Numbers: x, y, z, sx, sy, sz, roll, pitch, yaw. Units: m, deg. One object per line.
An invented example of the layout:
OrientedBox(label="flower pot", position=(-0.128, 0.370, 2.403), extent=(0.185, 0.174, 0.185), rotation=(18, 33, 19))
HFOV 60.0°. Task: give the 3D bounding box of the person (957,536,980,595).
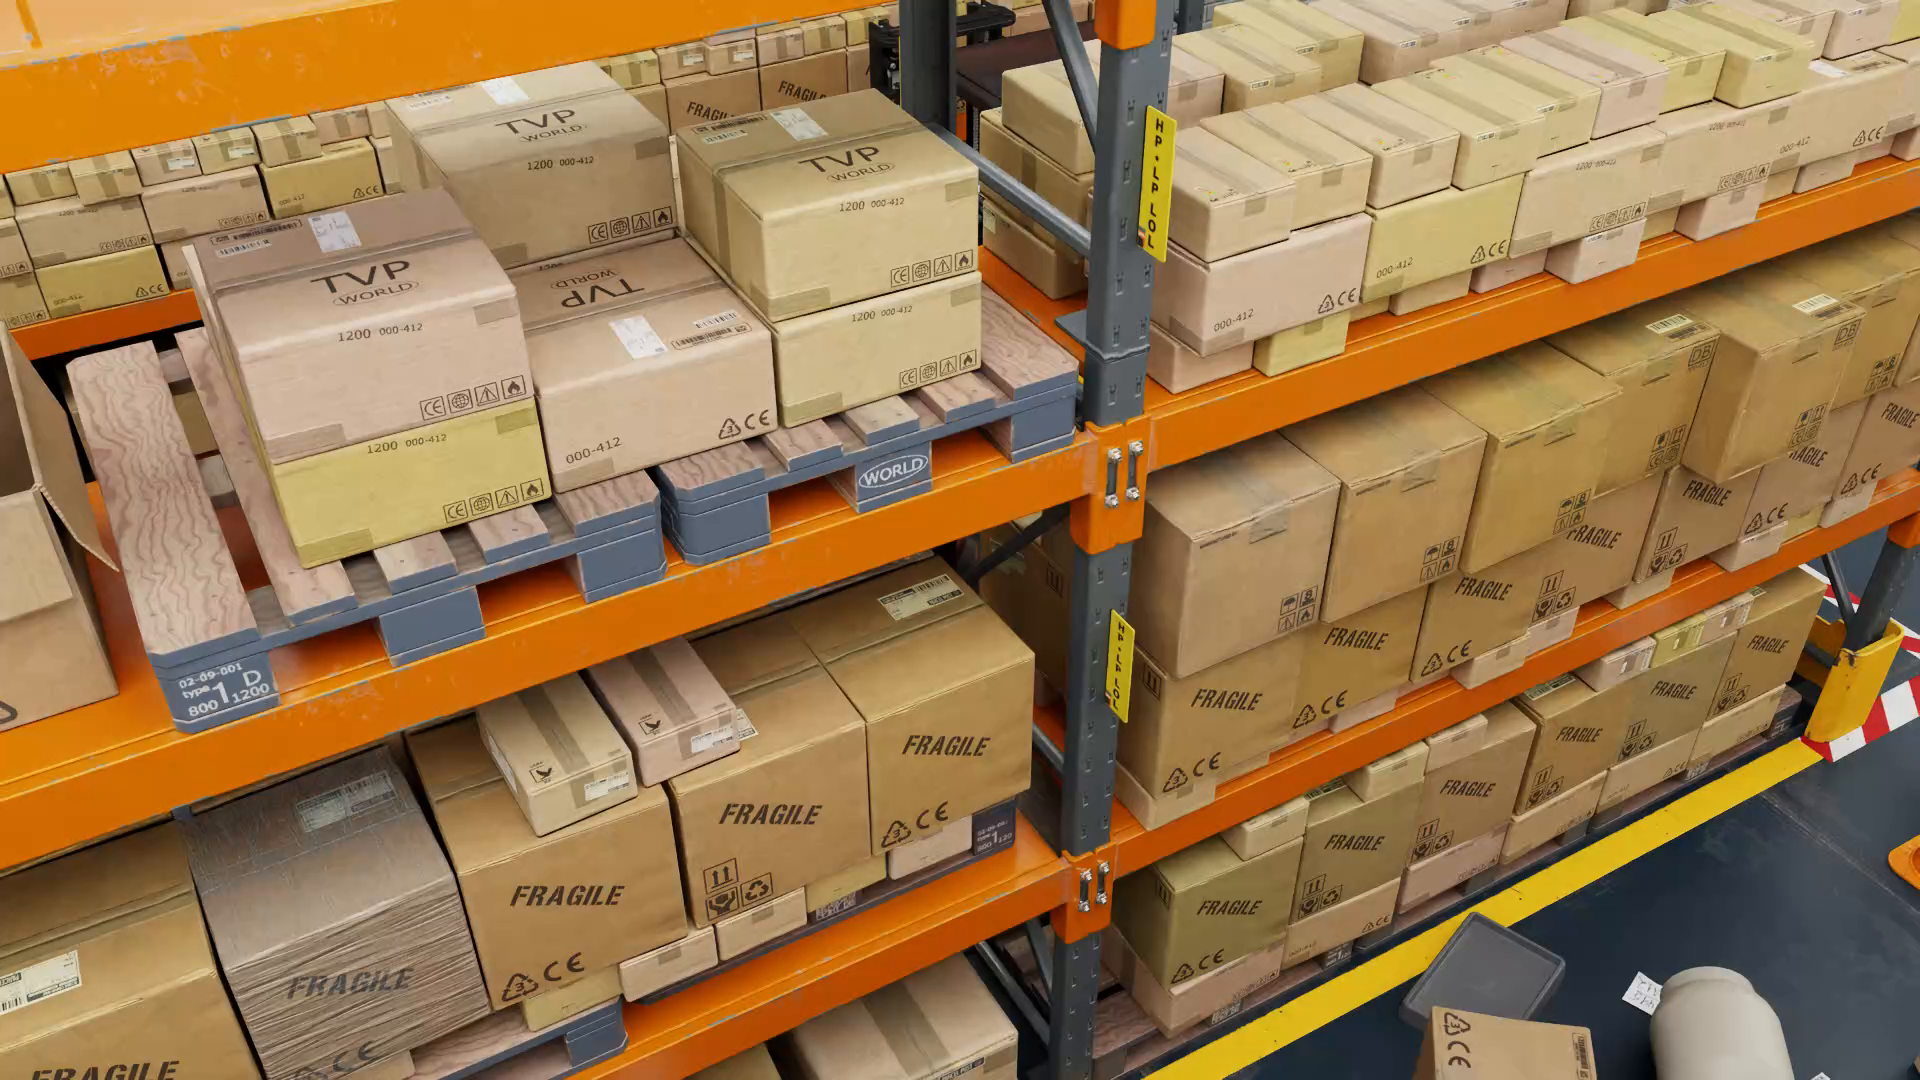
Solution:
OrientedBox(label="person", position=(-0.169, 0.107, 6.786), extent=(0.852, 1.626, 0.470), rotation=(-20, 41, -24))
